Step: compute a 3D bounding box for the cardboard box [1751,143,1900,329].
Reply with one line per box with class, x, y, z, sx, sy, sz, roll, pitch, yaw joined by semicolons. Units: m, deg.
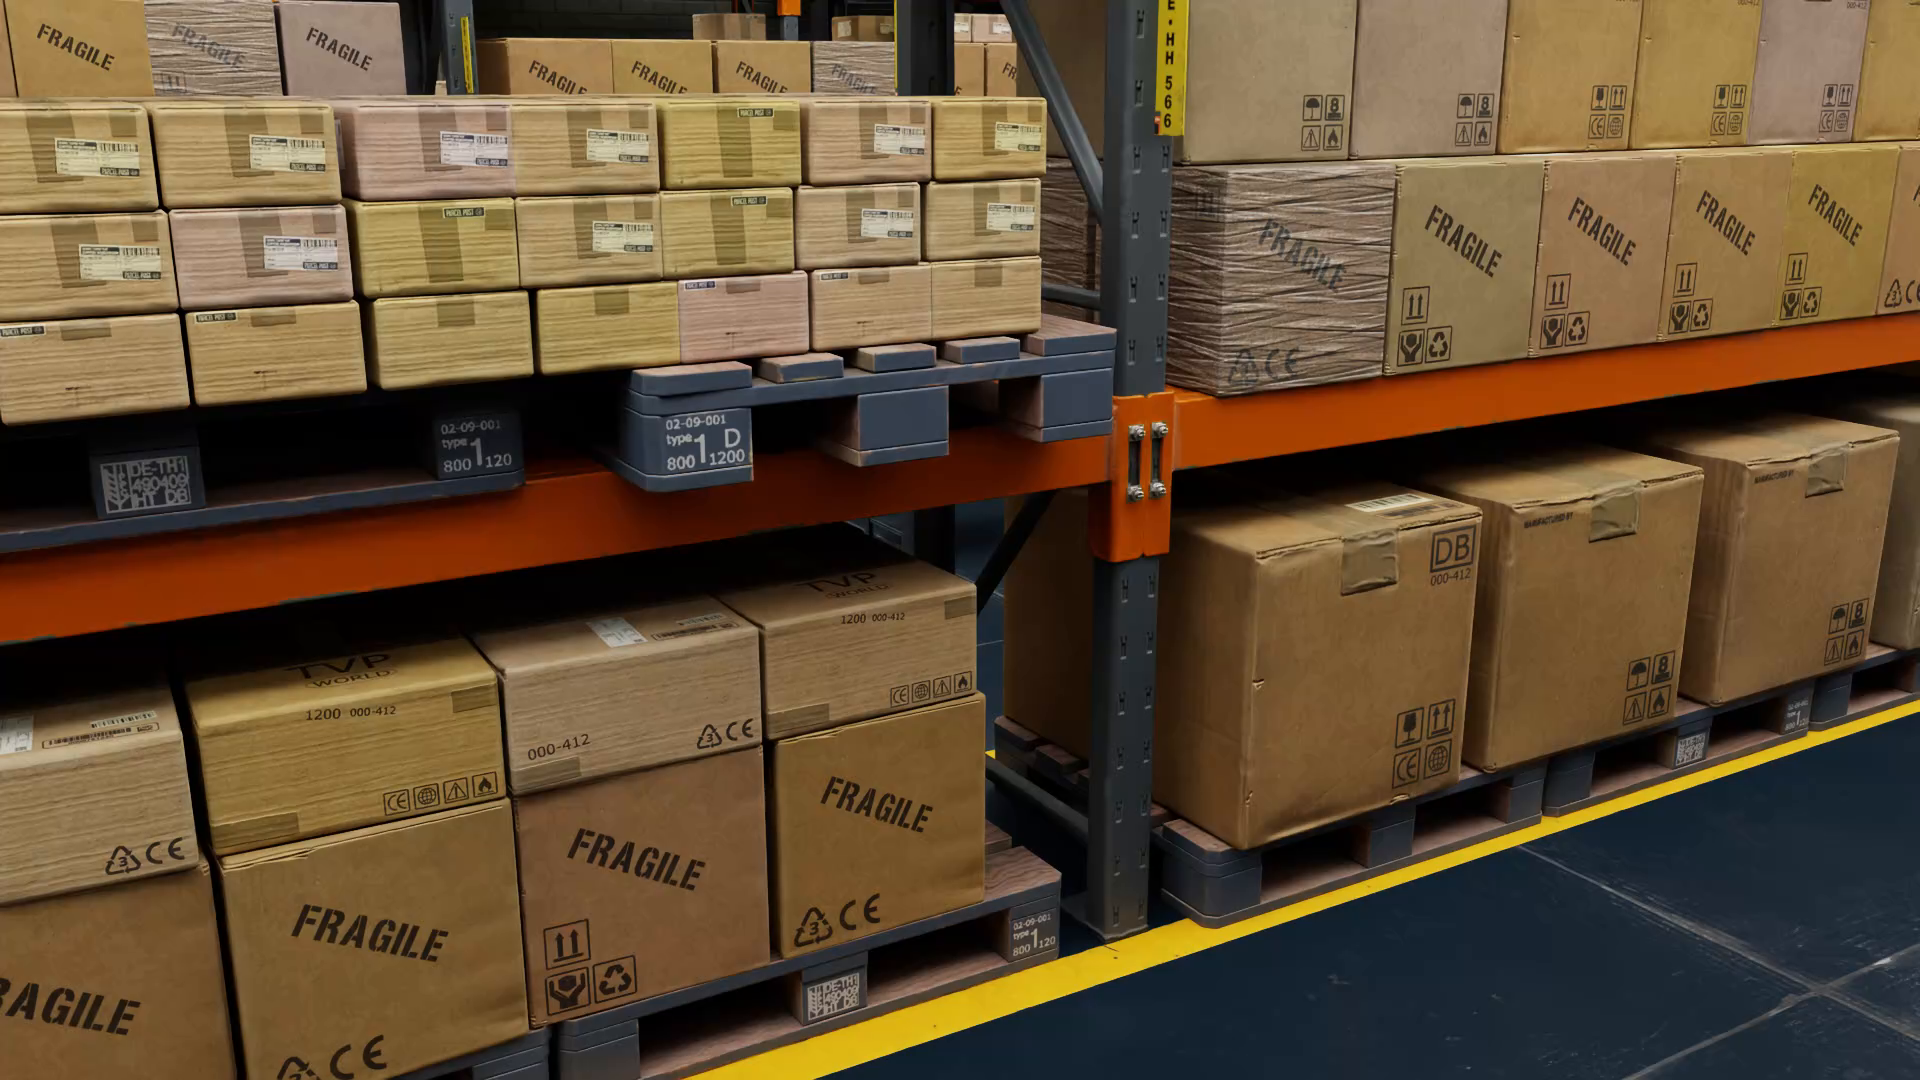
cardboard box;2.398;-0.932;4.994;0.500;0.500;0.500;-9;18;-29

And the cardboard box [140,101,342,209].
cardboard box;-1.148;-0.617;2.640;0.250;0.149;0.380;-8;18;-27

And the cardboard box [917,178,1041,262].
cardboard box;-0.044;-0.654;3.320;0.250;0.149;0.380;-9;18;-29

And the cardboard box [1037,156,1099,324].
cardboard box;0.393;-0.776;4.436;0.500;0.500;0.500;-9;18;-30

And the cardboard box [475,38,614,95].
cardboard box;-1.986;-2.137;7.961;0.500;0.500;0.500;-10;18;-31

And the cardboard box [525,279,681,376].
cardboard box;-0.690;-0.406;2.987;0.250;0.149;0.380;-9;18;-30

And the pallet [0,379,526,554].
pallet;-1.530;-0.226;3.015;1.213;0.211;1.003;-9;18;-30

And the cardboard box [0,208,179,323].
cardboard box;-1.369;-0.438;2.551;0.250;0.149;0.380;-10;18;-31

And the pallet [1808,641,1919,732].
pallet;2.952;0.308;5.919;1.213;0.211;1.003;-9;18;-30

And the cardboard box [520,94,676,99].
cardboard box;-0.792;-0.880;3.578;0.250;0.149;0.380;-9;18;-30

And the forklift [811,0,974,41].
forklift;-0.492;-2.929;12.429;1.130;2.935;3.031;2;16;8

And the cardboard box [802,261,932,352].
cardboard box;-0.254;-0.475;3.236;0.250;0.149;0.380;-9;18;-30

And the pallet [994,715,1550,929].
pallet;0.860;0.647;4.709;1.213;0.211;1.003;-9;18;-30

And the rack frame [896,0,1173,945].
rack frame;0.145;-0.603;4.004;0.127;3.000;1.000;-9;18;-30

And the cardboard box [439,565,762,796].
cardboard box;-0.733;0.266;3.369;0.500;0.250;0.500;-9;18;-29

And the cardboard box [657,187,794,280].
cardboard box;-0.496;-0.579;3.054;0.250;0.149;0.380;-9;18;-28

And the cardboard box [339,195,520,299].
cardboard box;-0.925;-0.510;2.809;0.250;0.149;0.380;-9;18;-30

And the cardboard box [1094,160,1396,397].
cardboard box;0.669;-0.651;3.990;0.500;0.500;0.500;-9;18;-29

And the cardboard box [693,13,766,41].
cardboard box;-1.233;-2.733;8.886;0.250;0.149;0.380;-10;19;-32

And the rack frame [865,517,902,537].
rack frame;-0.308;-0.672;7.029;0.023;1.500;0.400;-9;18;-30

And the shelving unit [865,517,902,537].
shelving unit;0.006;-0.723;7.211;0.755;1.500;0.431;-9;18;-30

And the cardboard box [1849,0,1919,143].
cardboard box;2.712;-1.546;5.331;0.500;0.500;0.700;-10;18;-31

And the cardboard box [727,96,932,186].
cardboard box;-0.255;-0.762;3.157;0.250;0.149;0.380;-9;18;-30

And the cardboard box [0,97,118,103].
cardboard box;-1.692;-0.735;3.058;0.250;0.149;0.380;-10;18;-30

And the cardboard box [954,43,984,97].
cardboard box;-0.209;-2.427;8.997;0.500;0.500;0.500;-9;18;-28

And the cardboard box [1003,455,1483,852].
cardboard box;0.714;0.214;4.479;0.750;0.750;1.050;-9;18;-30

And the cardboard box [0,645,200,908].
cardboard box;-1.619;0.407;2.864;0.500;0.250;0.500;-8;18;-28

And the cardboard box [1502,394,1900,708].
cardboard box;2.260;-0.038;5.377;0.750;0.750;1.050;-9;18;-30

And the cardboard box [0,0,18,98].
cardboard box;-4.101;-1.922;6.672;0.500;0.500;0.500;-10;18;-31

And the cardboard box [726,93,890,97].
cardboard box;-0.354;-0.951;3.830;0.250;0.149;0.380;-9;18;-30

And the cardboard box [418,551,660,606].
cardboard box;-1.005;0.148;3.790;0.500;0.250;0.500;-9;18;-30

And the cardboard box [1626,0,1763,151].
cardboard box;1.845;-1.406;4.832;0.500;0.500;0.700;-9;18;-30

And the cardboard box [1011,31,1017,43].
cardboard box;0.353;-3.013;9.884;0.250;0.149;0.380;-9;18;-30

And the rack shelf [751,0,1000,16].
rack shelf;0.093;-4.814;14.802;4.000;0.370;1.077;-9;18;-30

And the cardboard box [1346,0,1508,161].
cardboard box;0.968;-1.263;4.322;0.500;0.500;0.700;-10;18;-31

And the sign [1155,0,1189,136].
sign;0.433;-0.998;3.415;0.005;0.325;0.100;-9;18;-30

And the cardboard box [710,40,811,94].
cardboard box;-1.091;-2.286;8.495;0.500;0.500;0.500;-9;18;-29

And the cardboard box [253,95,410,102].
cardboard box;-1.250;-0.806;3.312;0.250;0.149;0.380;-8;18;-27

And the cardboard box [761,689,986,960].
cardboard box;-0.284;0.550;3.743;0.500;0.500;0.500;-9;18;-30

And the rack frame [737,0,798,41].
rack frame;-1.621;-3.438;14.118;0.127;3.000;1.000;-9;18;-30

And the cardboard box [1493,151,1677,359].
cardboard box;1.536;-0.793;4.495;0.500;0.500;0.500;-9;18;-30

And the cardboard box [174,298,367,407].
cardboard box;-1.143;-0.332;2.726;0.250;0.149;0.380;-9;18;-28

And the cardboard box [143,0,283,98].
cardboard box;-3.235;-2.058;7.158;0.500;0.500;0.500;-9;18;-29

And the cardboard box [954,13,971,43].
cardboard box;-0.148;-2.738;8.902;0.250;0.149;0.380;-10;19;-32

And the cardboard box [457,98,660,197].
cardboard box;-0.707;-0.688;2.892;0.250;0.149;0.380;-9;18;-28

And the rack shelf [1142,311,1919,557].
rack shelf;1.860;-0.535;5.093;4.000;0.370;1.077;-9;18;-30

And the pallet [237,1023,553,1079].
pallet;-1.570;1.016;3.393;1.213;0.211;1.003;-9;18;-30

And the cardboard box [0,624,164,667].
cardboard box;-1.882;0.286;3.296;0.500;0.250;0.500;-10;19;-32

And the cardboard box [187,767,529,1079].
cardboard box;-1.176;0.699;3.213;0.500;0.500;0.500;-10;19;-32
